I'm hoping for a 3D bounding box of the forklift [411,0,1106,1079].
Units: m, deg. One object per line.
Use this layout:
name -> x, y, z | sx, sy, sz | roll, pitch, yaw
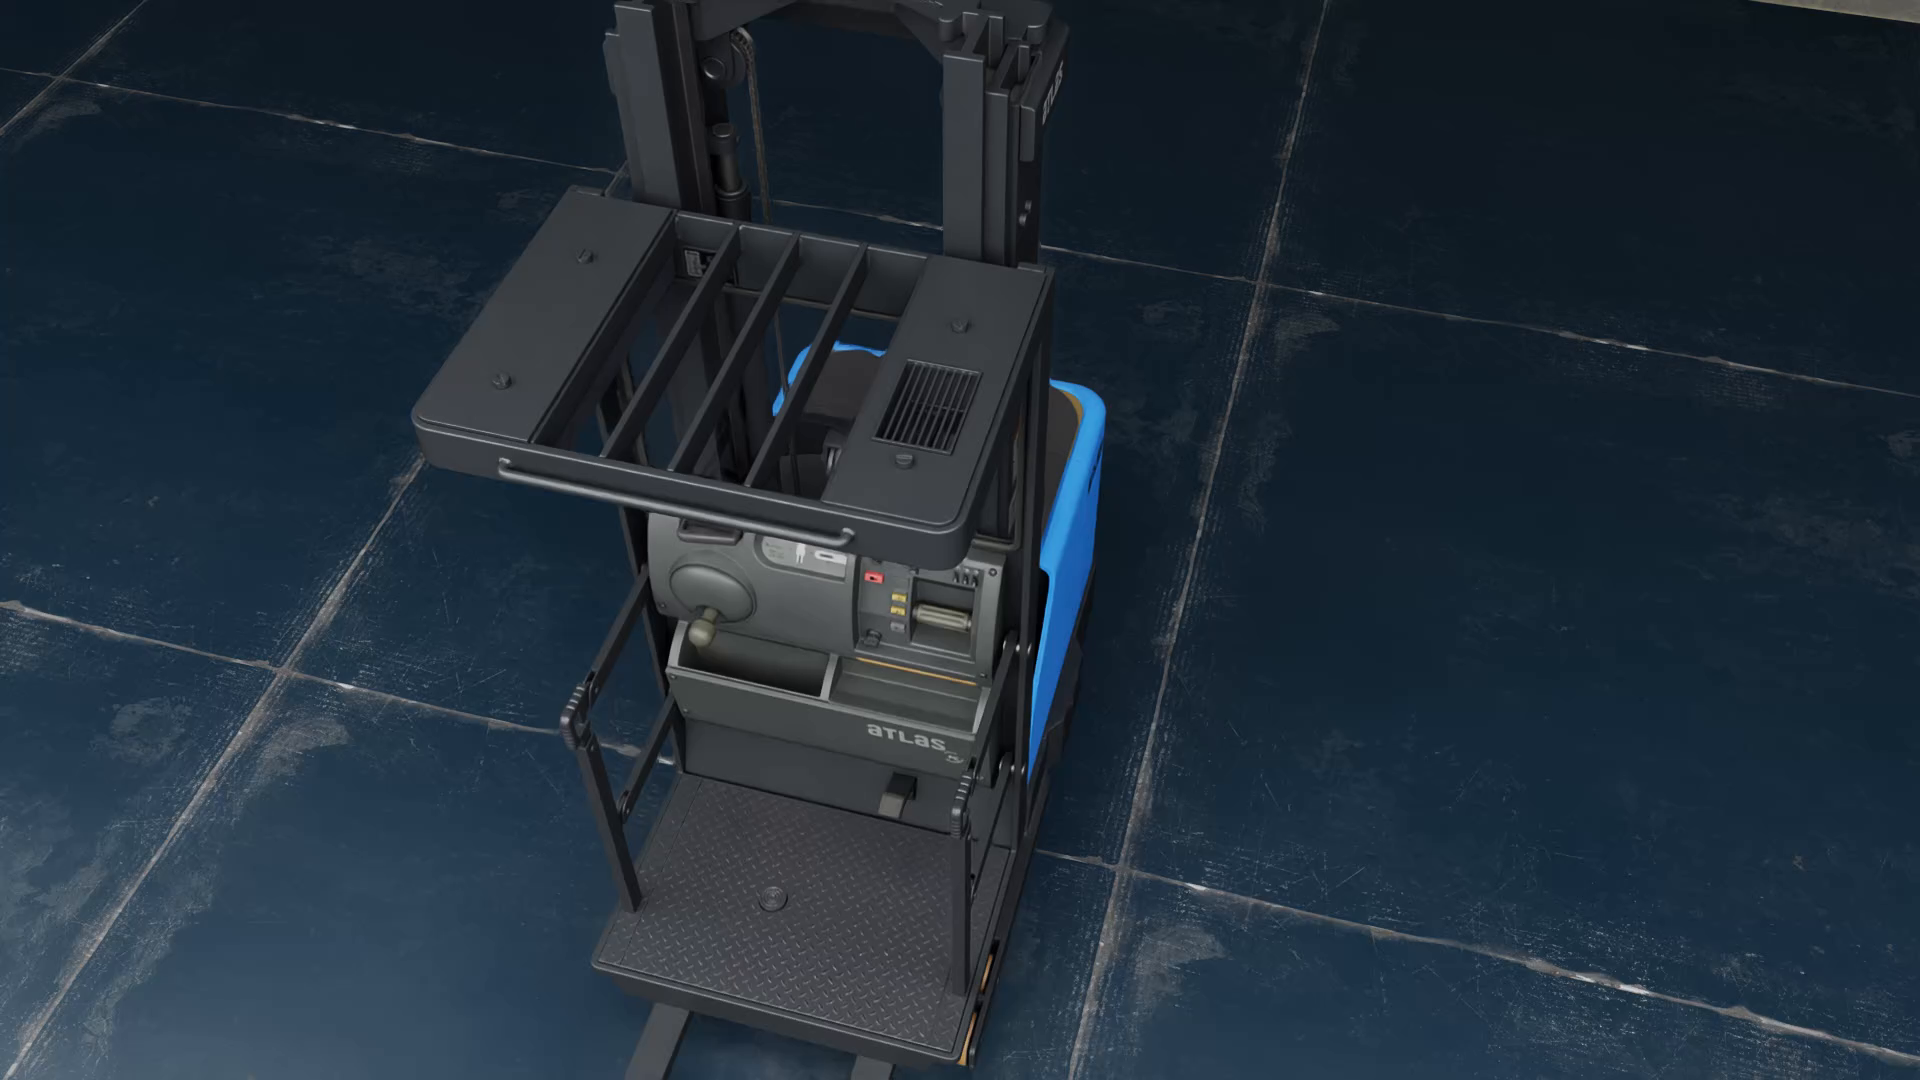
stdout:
forklift -> -0.405, 0.234, 4.089 | 1.130, 2.935, 3.031 | 12, 50, 10
